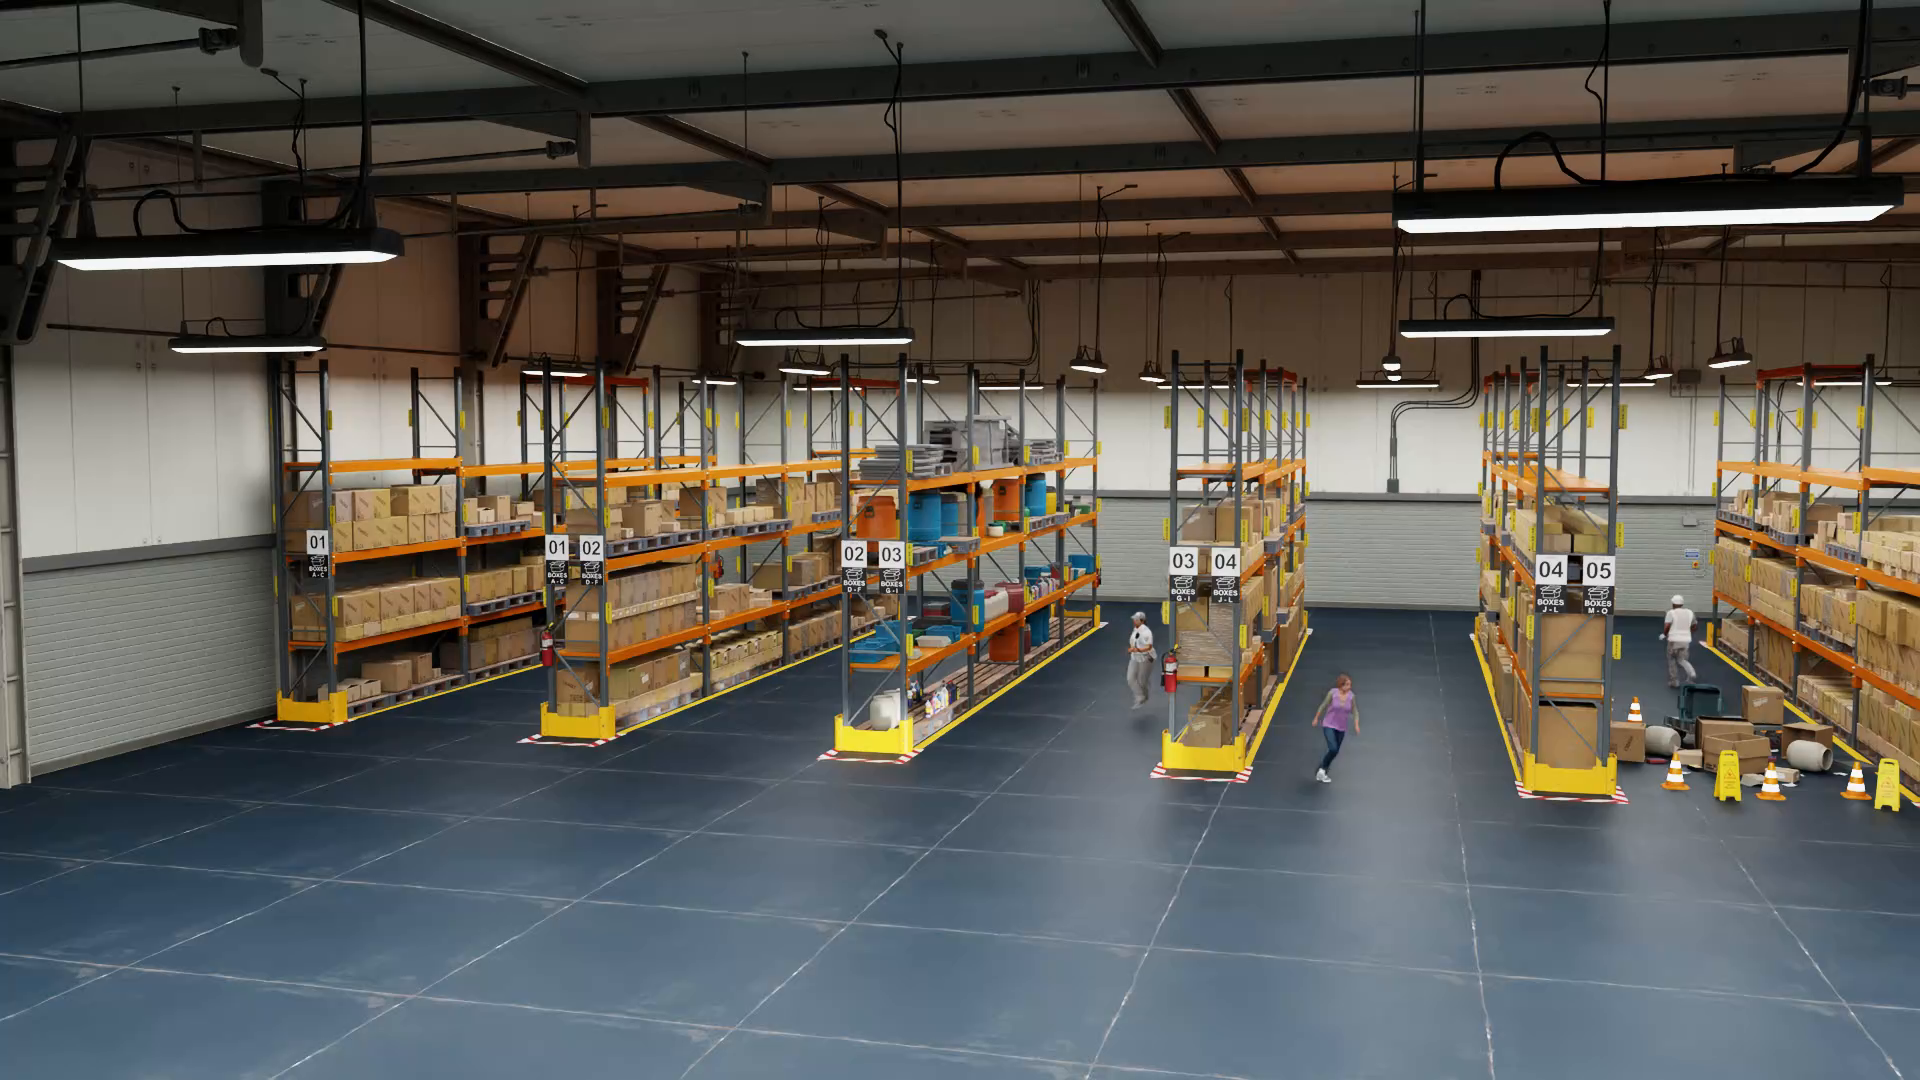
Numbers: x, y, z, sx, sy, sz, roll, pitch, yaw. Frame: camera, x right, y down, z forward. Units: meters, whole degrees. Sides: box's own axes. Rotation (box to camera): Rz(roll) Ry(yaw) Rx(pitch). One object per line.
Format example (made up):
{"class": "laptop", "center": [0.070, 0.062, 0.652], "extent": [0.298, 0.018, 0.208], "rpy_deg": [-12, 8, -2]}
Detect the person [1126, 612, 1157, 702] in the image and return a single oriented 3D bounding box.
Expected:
{"class": "person", "center": [3.039, 1.933, 27.417], "extent": [0.598, 1.510, 0.558], "rpy_deg": [-3, 5, -38]}

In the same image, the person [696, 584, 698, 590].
{"class": "person", "center": [-6.153, 1.546, 37.429], "extent": [0.528, 1.324, 0.635], "rpy_deg": [0, 4, 5]}

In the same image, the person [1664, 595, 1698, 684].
{"class": "person", "center": [13.494, 1.878, 31.088], "extent": [0.686, 1.670, 0.713], "rpy_deg": [0, 4, -3]}

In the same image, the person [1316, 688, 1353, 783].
{"class": "person", "center": [5.123, 2.690, 22.870], "extent": [0.447, 1.332, 0.562], "rpy_deg": [-1, 4, -16]}
